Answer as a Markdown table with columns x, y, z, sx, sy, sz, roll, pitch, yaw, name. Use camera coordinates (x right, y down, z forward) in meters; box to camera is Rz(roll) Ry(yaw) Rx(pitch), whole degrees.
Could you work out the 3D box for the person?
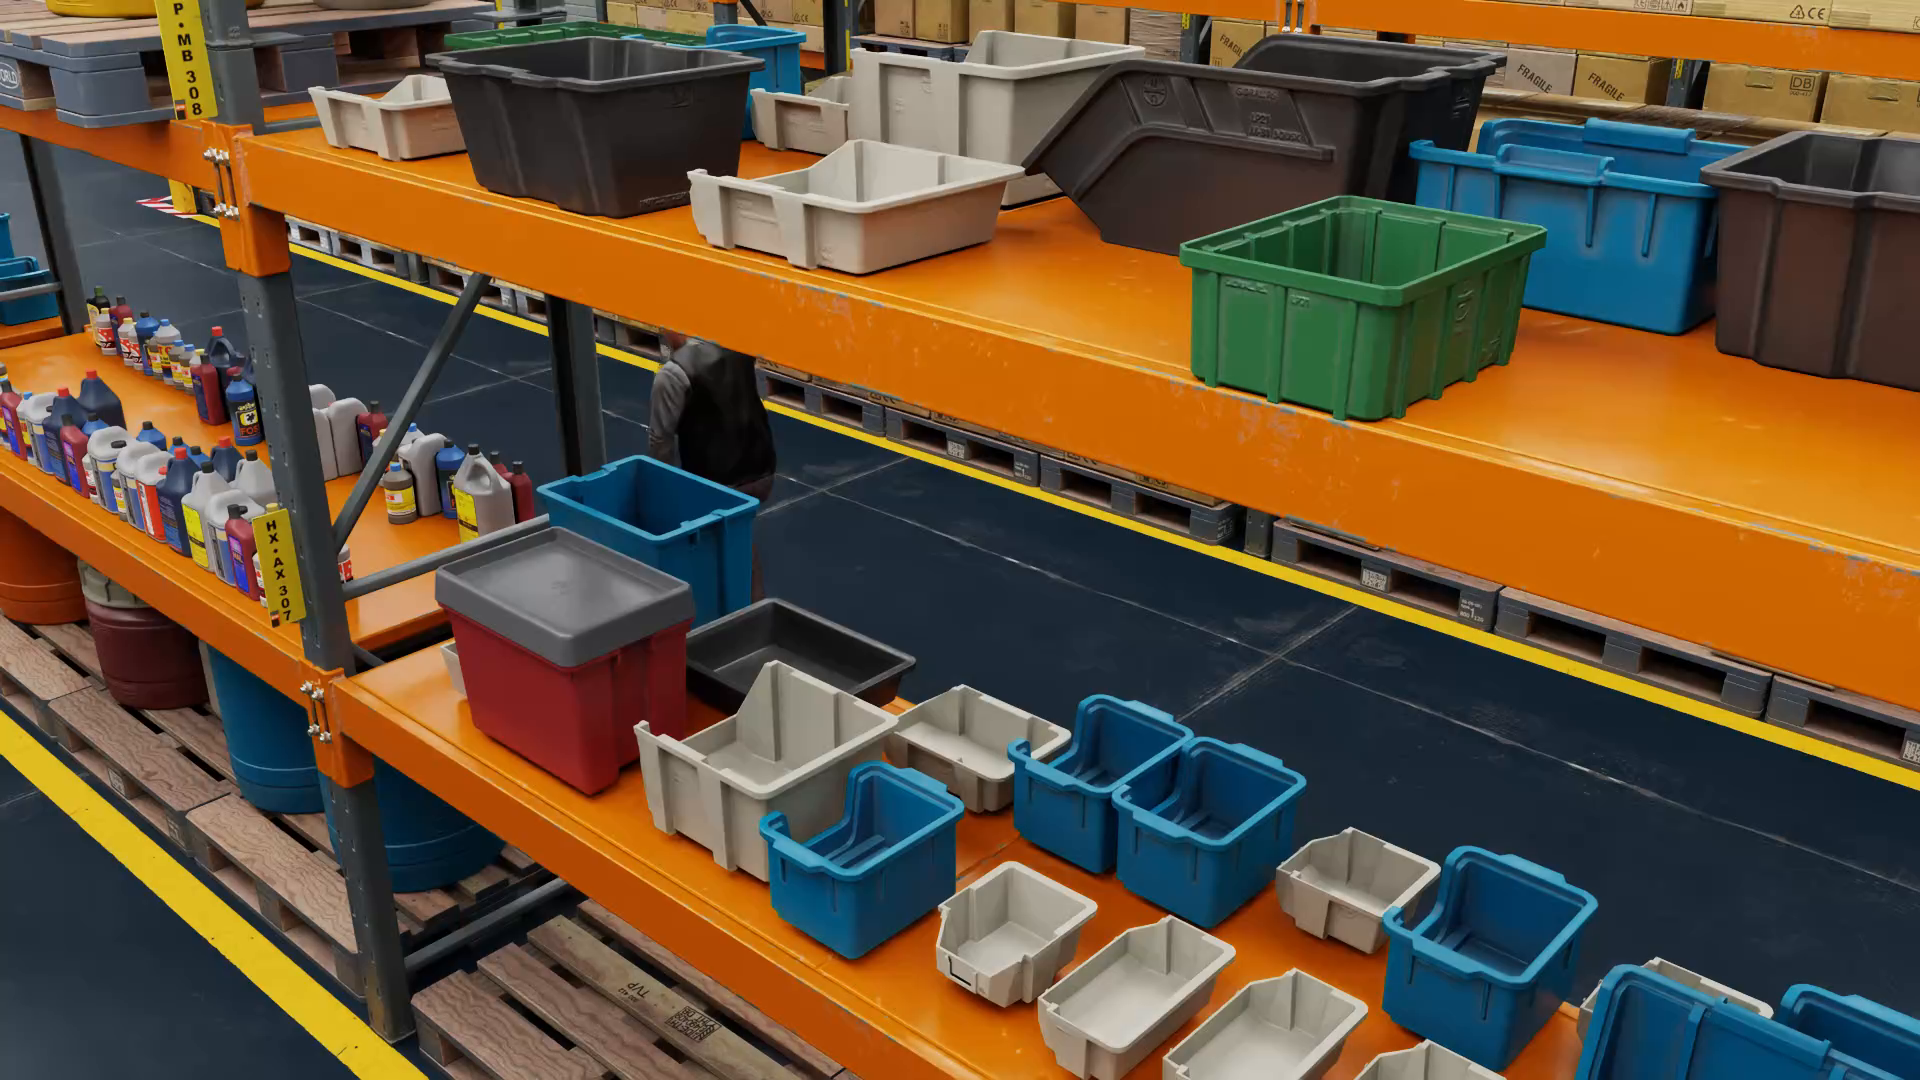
| x | y | z | sx | sy | sz | roll | pitch | yaw | name |
| --- | --- | --- | --- | --- | --- | --- | --- | --- | --- |
| -1.107 | -0.285 | 7.421 | 0.509 | 1.617 | 0.574 | 21 | 31 | 39 | person |
